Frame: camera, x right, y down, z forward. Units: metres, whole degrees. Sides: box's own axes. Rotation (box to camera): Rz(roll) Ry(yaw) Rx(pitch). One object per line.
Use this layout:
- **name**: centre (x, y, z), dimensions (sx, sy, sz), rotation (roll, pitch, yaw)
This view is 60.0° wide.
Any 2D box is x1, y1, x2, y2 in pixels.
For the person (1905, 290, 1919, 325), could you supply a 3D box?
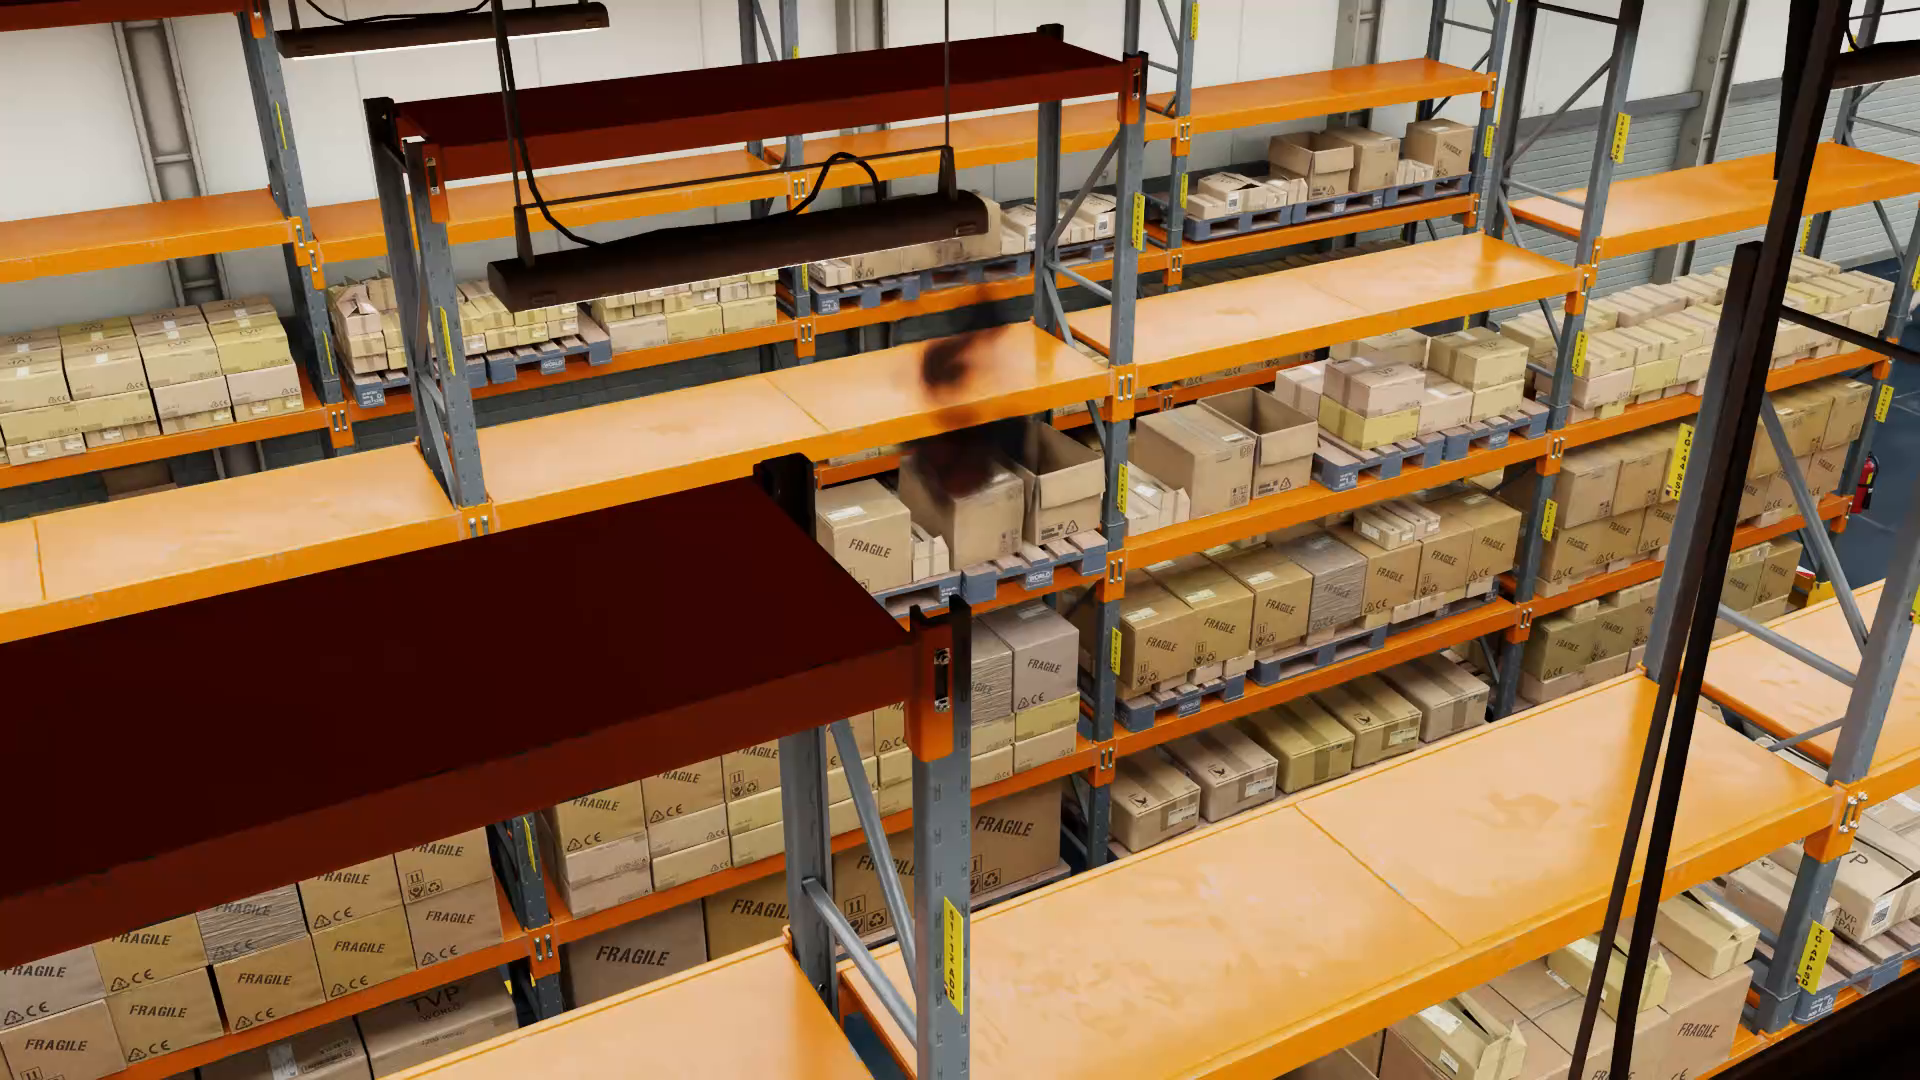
- **person**: centre (12.880, -3.580, 21.942), dimensions (0.903, 1.731, 0.663), rotation (-21, 34, -34)
